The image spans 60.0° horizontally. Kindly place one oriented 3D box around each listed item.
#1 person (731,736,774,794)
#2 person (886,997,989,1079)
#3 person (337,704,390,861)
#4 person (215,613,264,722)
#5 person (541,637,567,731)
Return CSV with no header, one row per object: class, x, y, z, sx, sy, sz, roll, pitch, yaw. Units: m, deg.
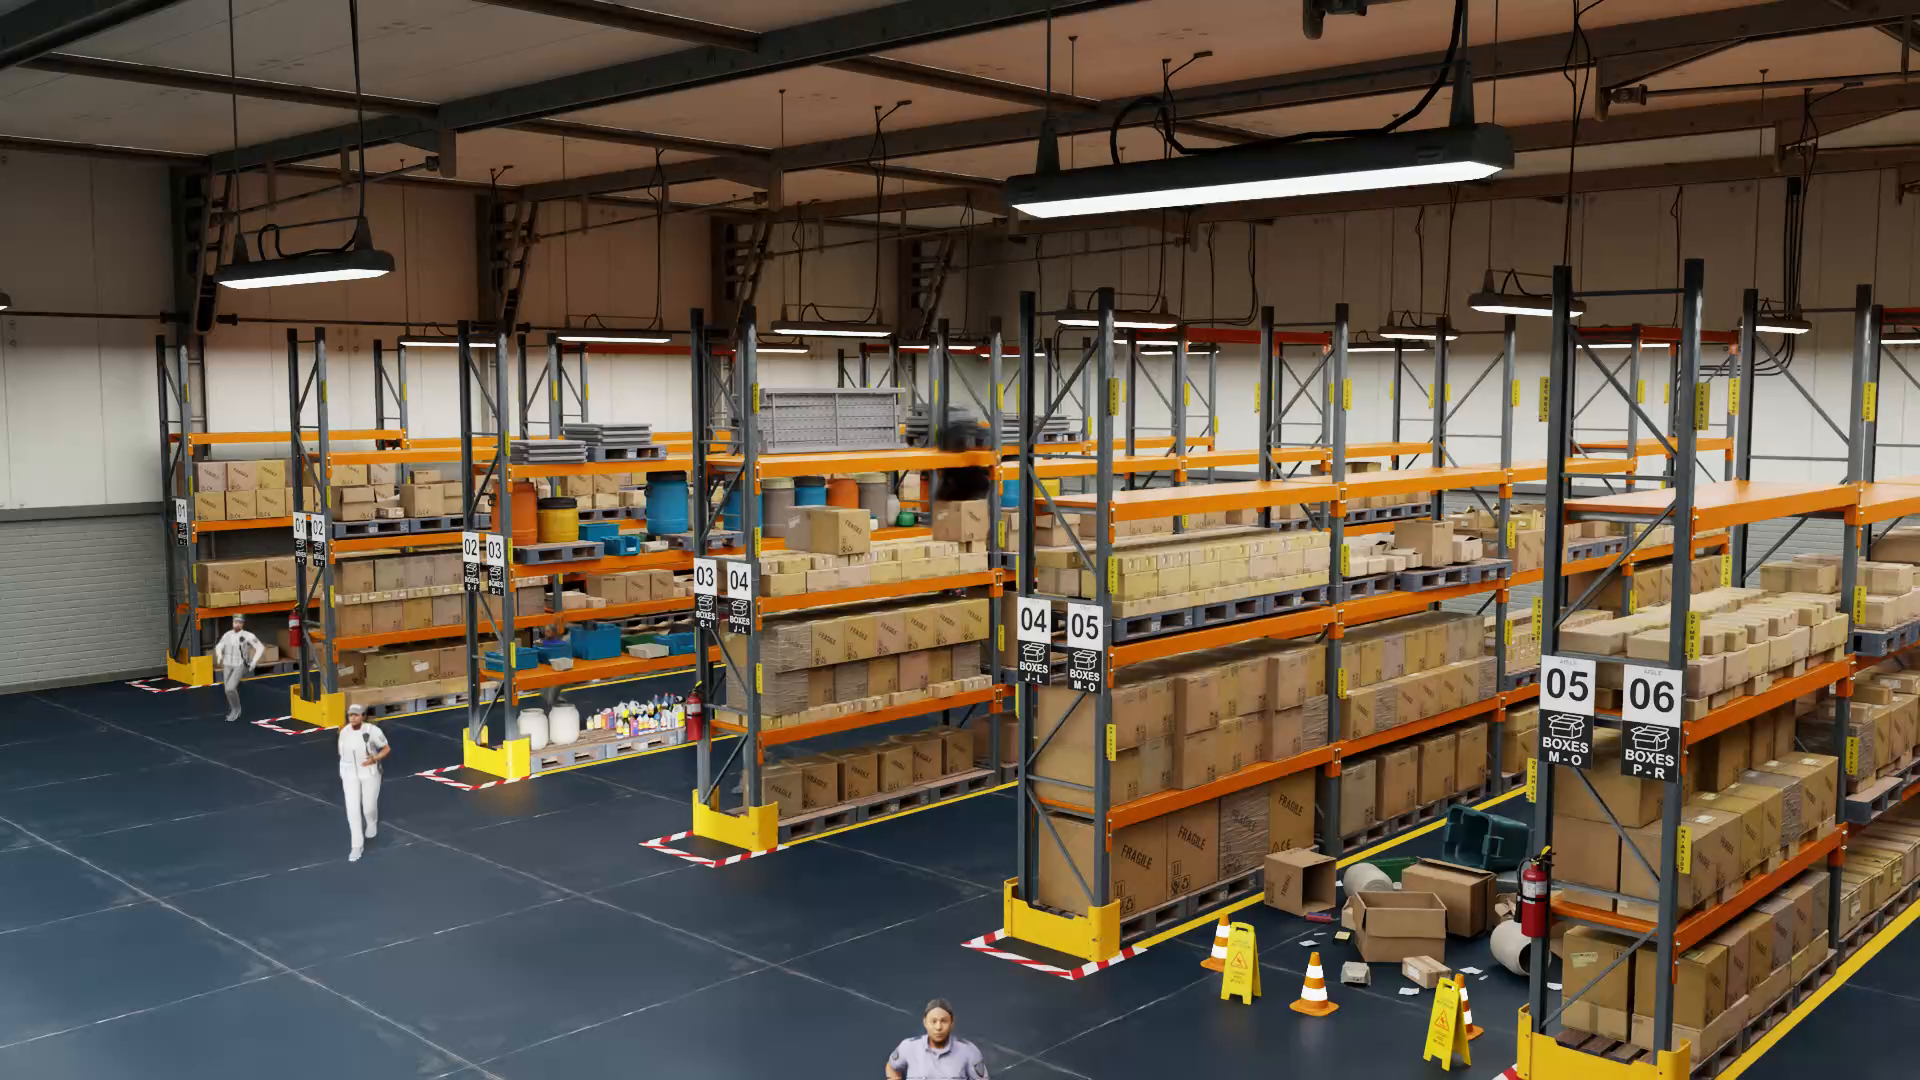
person,-2.629,2.336,21.256,0.409,1.692,0.851,4,7,34
person,-0.113,3.440,9.567,0.590,1.619,0.943,0,5,-3
person,-6.599,2.626,18.386,0.598,1.677,0.830,-1,5,-7
person,-11.073,1.950,25.467,0.686,1.670,0.579,1,5,8
person,-6.037,2.137,24.926,0.528,1.416,0.586,3,6,27
